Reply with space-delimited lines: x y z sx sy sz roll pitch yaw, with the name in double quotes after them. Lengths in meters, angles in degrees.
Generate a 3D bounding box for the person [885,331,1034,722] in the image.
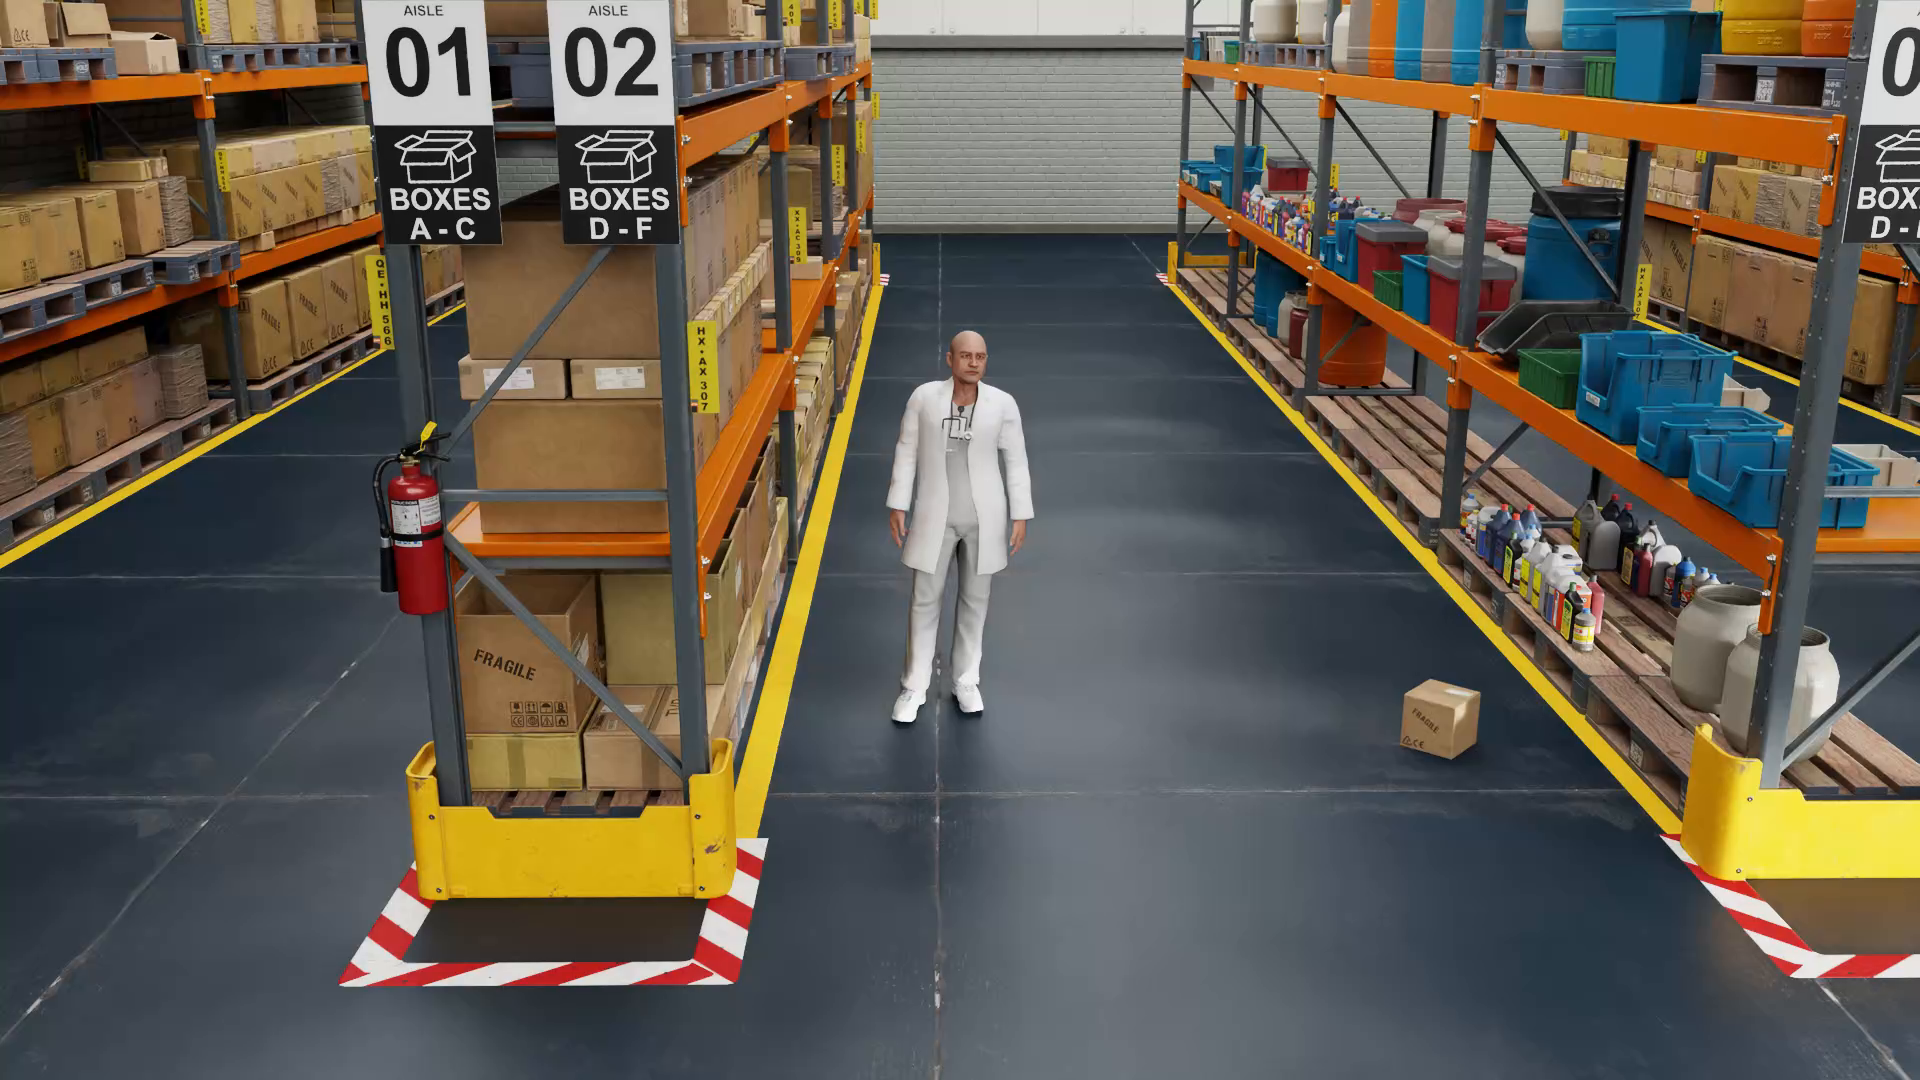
0.000 -0.065 7.752 0.698 1.777 0.580 0 17 -1 "person"
